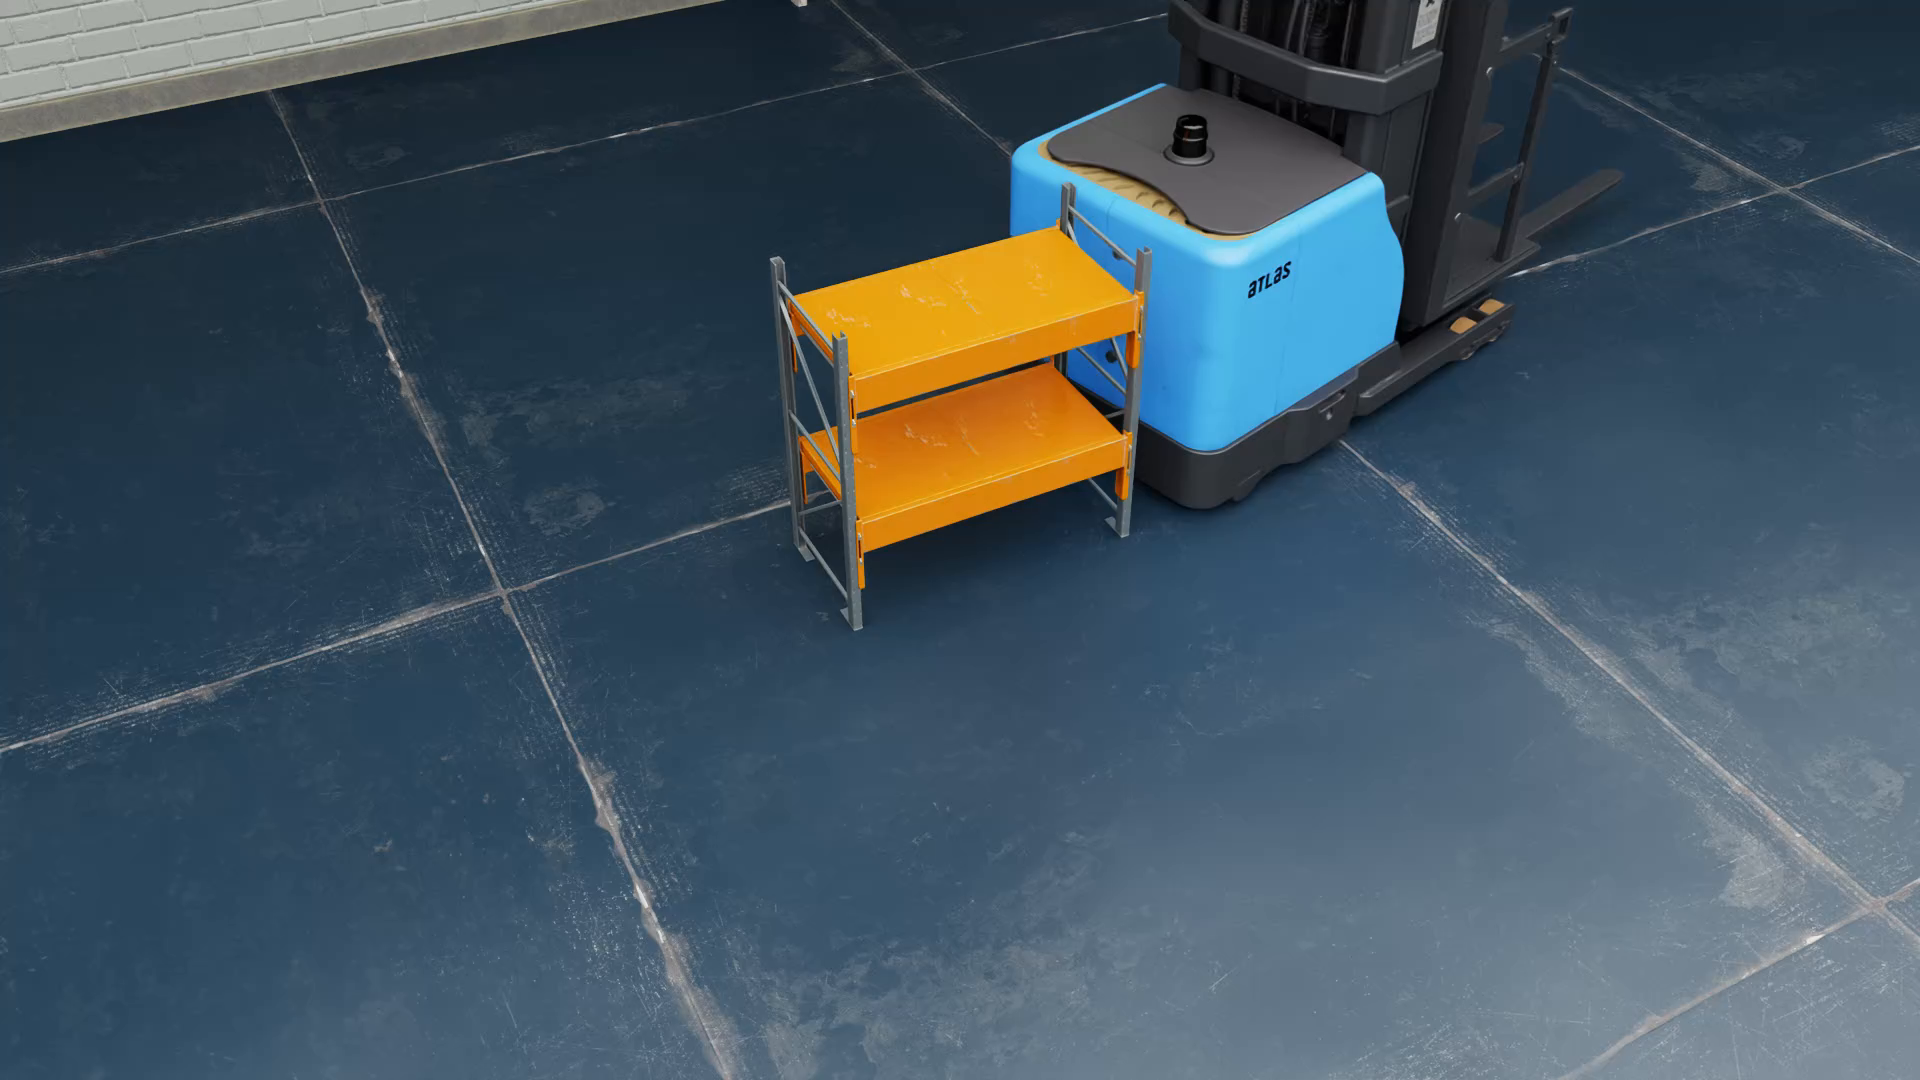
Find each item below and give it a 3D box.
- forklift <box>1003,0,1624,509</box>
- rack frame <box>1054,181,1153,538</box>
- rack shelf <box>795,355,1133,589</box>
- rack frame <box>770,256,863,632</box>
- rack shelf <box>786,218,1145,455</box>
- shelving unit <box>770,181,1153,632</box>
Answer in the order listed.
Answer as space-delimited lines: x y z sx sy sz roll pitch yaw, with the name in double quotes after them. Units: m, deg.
1.584 -2.055 5.909 3.031 2.935 1.130 -31 49 -31 "forklift"
0.457 -0.583 5.568 0.032 1.125 0.500 -19 44 -21 "rack frame"
0.006 -0.245 5.547 1.000 0.278 0.538 -19 44 -21 "rack shelf"
-0.445 -0.280 5.210 0.032 1.125 0.500 -19 44 -21 "rack frame"
0.006 -0.655 5.200 1.000 0.278 0.538 -19 44 -21 "rack shelf"
0.006 -0.431 5.389 1.048 1.125 0.538 -19 44 -21 "shelving unit"
